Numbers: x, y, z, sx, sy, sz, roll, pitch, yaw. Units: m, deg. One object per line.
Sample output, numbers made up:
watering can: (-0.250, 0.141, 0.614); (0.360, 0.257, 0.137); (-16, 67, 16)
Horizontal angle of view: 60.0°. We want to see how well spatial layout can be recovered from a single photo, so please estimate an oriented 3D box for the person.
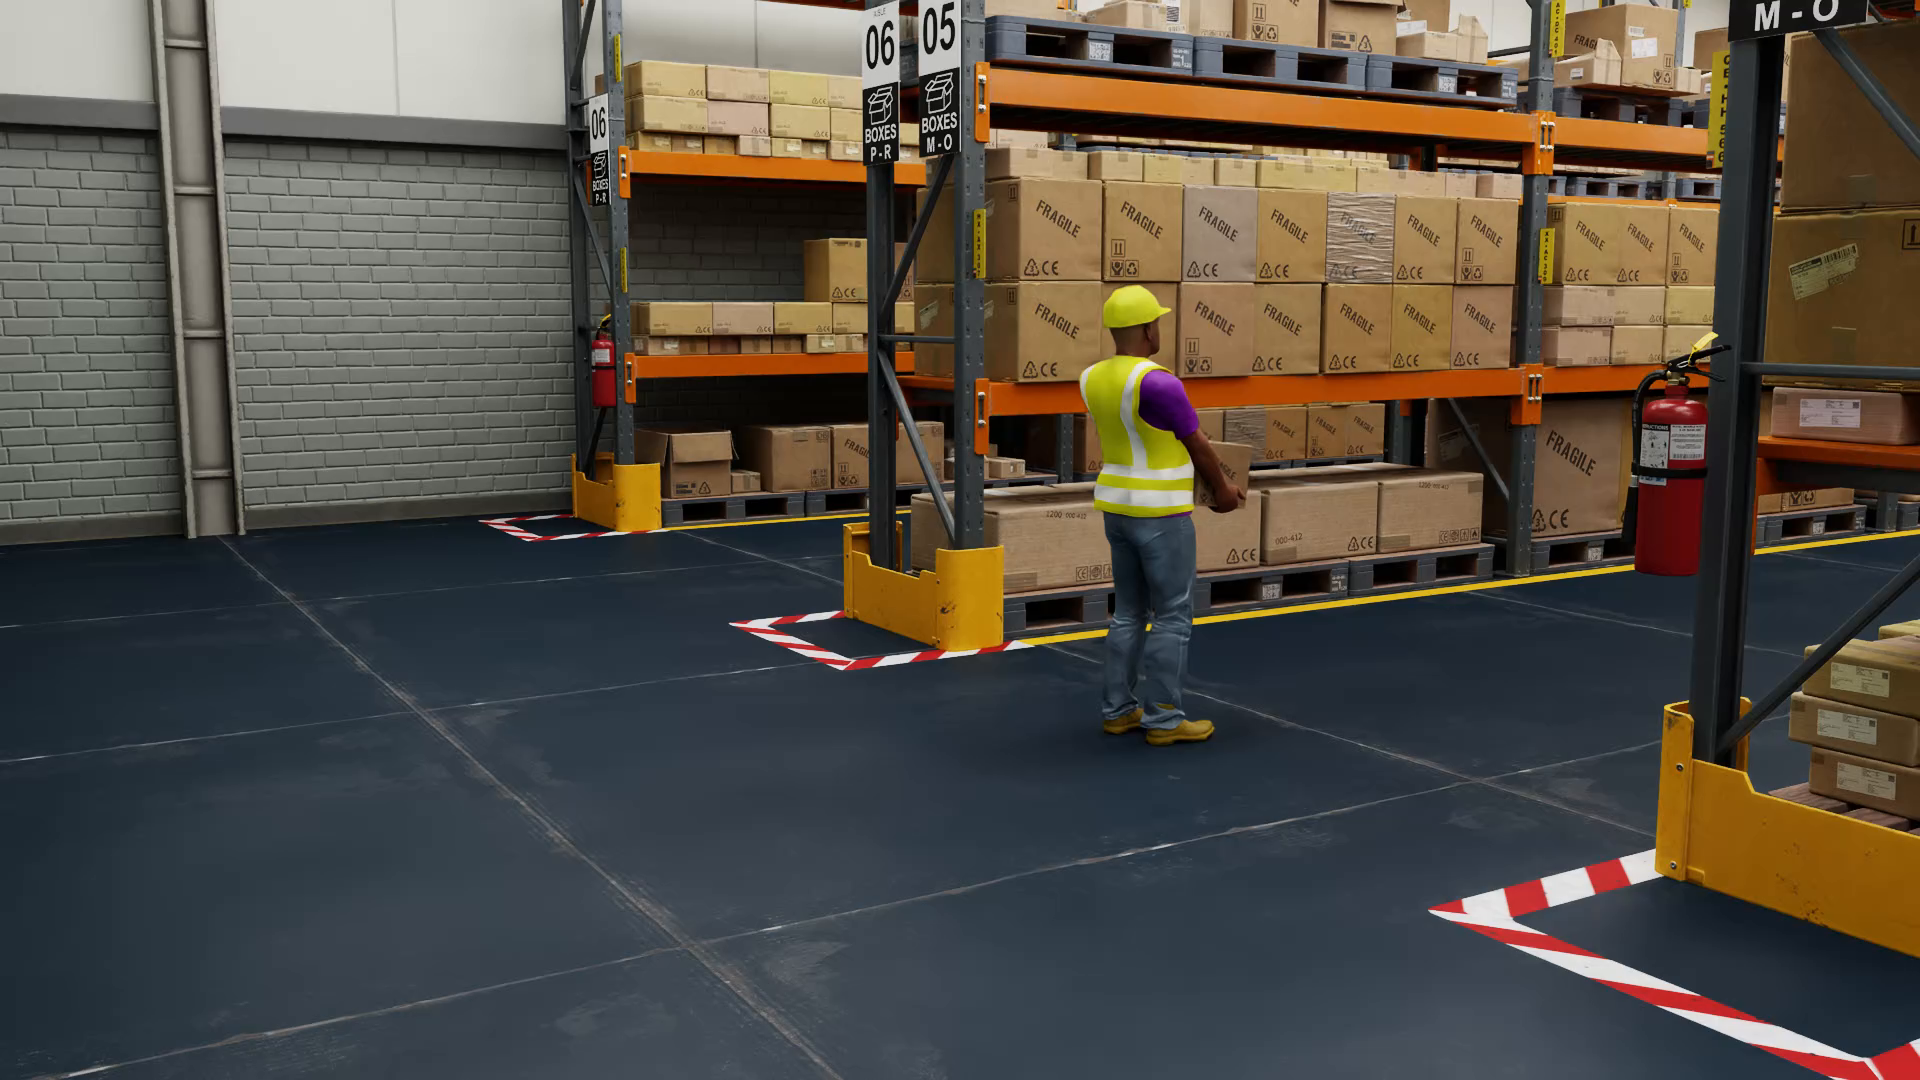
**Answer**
person: (0.792, -0.103, 6.489); (0.577, 1.758, 0.503); (-5, 9, -30)
